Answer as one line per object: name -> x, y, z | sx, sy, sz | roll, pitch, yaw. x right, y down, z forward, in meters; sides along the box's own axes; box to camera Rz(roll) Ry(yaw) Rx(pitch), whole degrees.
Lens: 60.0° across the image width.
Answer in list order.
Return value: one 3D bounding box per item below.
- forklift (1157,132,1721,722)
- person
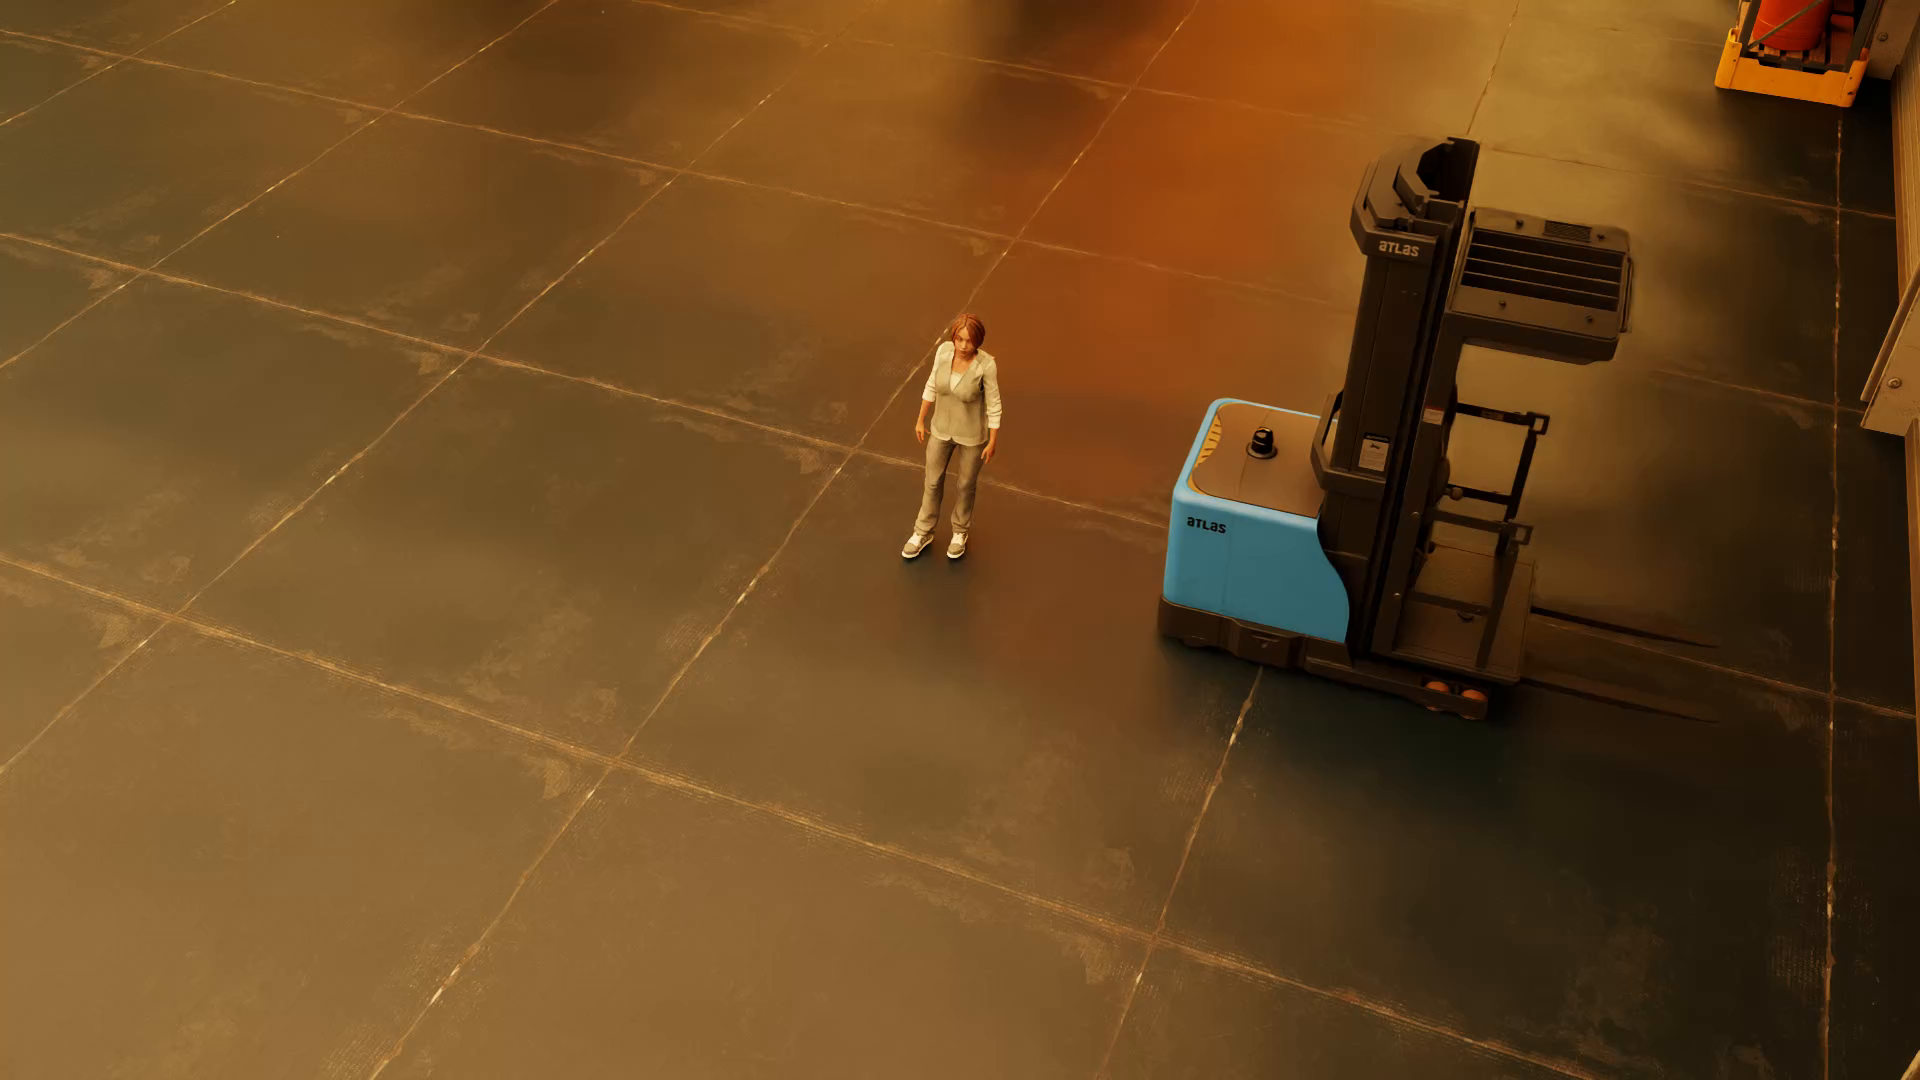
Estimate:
forklift -> 2.710, -0.526, 8.635 | 3.031, 2.935, 1.130 | 13, 42, 15
person -> -0.042, -0.578, 9.724 | 0.519, 1.598, 0.474 | 15, 42, 17
